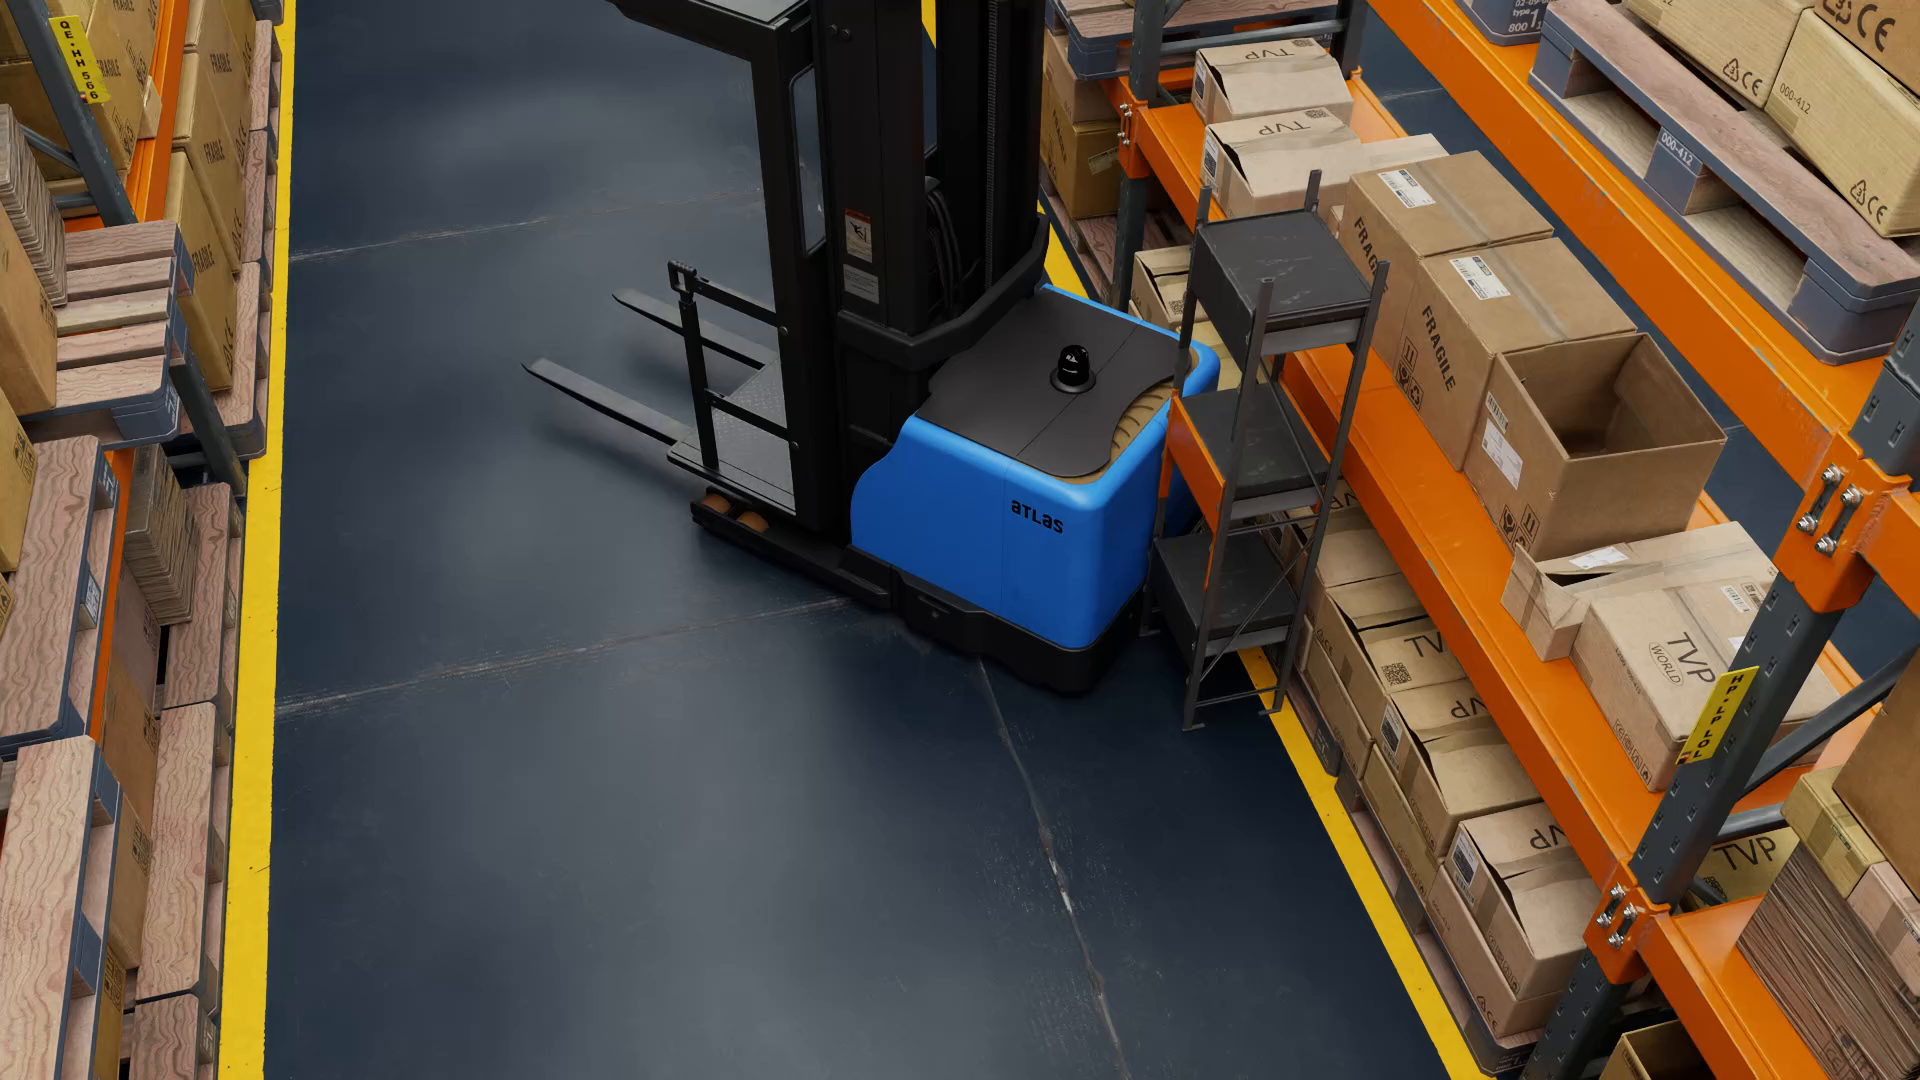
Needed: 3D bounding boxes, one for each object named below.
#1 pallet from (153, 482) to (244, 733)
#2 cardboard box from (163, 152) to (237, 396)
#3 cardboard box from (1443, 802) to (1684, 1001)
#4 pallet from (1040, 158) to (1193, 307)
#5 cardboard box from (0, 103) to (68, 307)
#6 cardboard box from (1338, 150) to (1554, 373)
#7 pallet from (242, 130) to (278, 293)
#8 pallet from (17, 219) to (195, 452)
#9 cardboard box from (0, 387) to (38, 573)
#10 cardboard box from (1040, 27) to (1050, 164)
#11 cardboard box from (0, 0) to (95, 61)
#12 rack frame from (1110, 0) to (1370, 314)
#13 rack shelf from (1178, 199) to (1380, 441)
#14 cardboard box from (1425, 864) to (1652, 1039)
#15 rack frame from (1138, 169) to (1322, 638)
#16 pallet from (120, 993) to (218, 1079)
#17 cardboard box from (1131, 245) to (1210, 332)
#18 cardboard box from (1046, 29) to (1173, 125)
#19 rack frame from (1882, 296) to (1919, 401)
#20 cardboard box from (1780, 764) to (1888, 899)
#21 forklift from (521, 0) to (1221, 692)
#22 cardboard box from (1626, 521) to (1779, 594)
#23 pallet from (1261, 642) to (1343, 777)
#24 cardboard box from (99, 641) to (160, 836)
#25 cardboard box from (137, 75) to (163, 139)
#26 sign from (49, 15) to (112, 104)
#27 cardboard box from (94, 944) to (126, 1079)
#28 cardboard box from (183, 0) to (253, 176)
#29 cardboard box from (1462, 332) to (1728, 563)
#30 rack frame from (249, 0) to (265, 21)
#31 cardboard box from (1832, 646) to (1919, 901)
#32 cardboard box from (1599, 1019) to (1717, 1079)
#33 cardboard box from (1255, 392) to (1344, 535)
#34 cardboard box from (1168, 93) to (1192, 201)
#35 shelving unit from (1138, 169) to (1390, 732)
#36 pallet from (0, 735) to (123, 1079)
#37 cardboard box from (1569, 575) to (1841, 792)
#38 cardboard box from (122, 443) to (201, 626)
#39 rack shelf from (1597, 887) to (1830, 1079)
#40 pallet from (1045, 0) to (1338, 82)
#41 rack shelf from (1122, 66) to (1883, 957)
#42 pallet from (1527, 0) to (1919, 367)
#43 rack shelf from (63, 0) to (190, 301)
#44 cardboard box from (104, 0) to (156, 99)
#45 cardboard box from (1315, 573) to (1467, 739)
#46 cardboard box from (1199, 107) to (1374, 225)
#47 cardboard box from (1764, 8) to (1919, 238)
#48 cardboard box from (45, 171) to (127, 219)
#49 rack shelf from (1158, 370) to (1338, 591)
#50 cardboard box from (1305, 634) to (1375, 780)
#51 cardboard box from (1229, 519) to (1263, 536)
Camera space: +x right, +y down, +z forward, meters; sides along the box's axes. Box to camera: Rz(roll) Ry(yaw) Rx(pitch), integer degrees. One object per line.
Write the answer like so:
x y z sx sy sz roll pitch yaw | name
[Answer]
-3.381 0.333 6.526 1.003 0.211 1.213 -11 47 -10 | pallet
-3.641 -1.109 7.198 0.750 0.750 0.750 -11 47 -11 | cardboard box
1.851 1.063 5.097 0.500 0.311 0.500 -11 47 -10 | cardboard box
1.053 -1.637 8.457 1.003 0.211 1.213 -11 47 -10 | pallet
-3.450 -1.049 5.550 0.700 0.500 0.500 -16 48 -15 | cardboard box
1.653 -0.970 5.781 0.500 0.500 0.500 -13 47 -12 | cardboard box
-4.018 -1.605 8.426 1.003 0.211 1.213 -11 47 -10 | pallet
-3.295 -0.643 5.665 1.213 0.211 1.003 -11 47 -10 | pallet
-3.110 -0.193 4.711 0.700 0.500 0.500 -11 47 -10 | cardboard box
0.609 -2.330 8.626 0.500 0.500 0.500 -12 47 -12 | cardboard box
-3.454 -1.971 6.015 0.500 0.250 0.500 -10 46 -9 | cardboard box
1.208 -2.091 6.949 1.000 3.000 0.127 -11 47 -10 | rack frame
0.993 -0.695 5.244 0.431 0.518 0.480 -10 47 -11 | rack shelf
1.845 1.253 5.304 0.500 0.250 0.500 -11 47 -11 | cardboard box
0.920 -0.385 5.899 0.400 2.100 0.015 -10 47 -11 | rack frame
-2.757 2.018 4.875 1.003 0.211 1.213 -11 47 -10 | pallet
1.058 -1.056 7.174 0.500 0.311 0.500 -9 46 -9 | cardboard box
0.723 -2.273 8.045 0.500 0.250 0.500 -9 46 -9 | cardboard box
2.232 -1.429 2.100 1.000 3.000 0.127 -11 47 -10 | rack frame
2.113 0.630 3.759 0.380 0.149 0.250 -11 47 -10 | cardboard box
-0.525 -1.271 6.194 3.031 2.935 1.130 25 51 23 | forklift
2.202 0.110 4.969 0.380 0.149 0.250 -11 47 -10 | cardboard box
1.689 0.301 6.557 1.003 0.211 1.213 -11 47 -10 | pallet
-3.171 0.741 5.617 0.700 0.500 0.500 -11 47 -11 | cardboard box
-3.483 -1.746 6.773 0.380 0.149 0.250 -9 46 -9 | cardboard box
-3.058 -1.666 5.778 0.100 0.325 0.005 -11 47 -10 | sign
-2.941 1.447 4.924 0.700 0.500 0.500 -12 47 -11 | cardboard box
-4.082 -2.300 8.366 0.750 0.750 0.750 -9 46 -9 | cardboard box
1.916 -0.261 5.086 0.500 0.500 0.500 -8 46 -7 | cardboard box
-4.604 -3.944 8.766 1.000 3.000 0.127 -11 47 -10 | rack frame
2.351 0.487 3.445 0.700 0.500 0.500 -10 47 -10 | cardboard box
2.048 1.601 4.437 0.500 0.500 0.500 -11 47 -10 | cardboard box
1.329 -0.343 6.475 0.500 0.311 0.500 -12 47 -11 | cardboard box
1.228 -2.097 8.397 0.500 0.500 0.500 -12 47 -12 | cardboard box
0.983 -0.216 5.735 0.431 2.100 0.503 -10 47 -11 | shelving unit
-2.611 1.092 3.965 1.003 0.211 1.213 -11 47 -10 | pallet
2.063 0.391 4.622 0.500 0.250 0.500 -8 46 -8 | cardboard box
-3.345 0.026 6.317 0.700 0.500 0.500 -10 46 -10 | cardboard box
2.744 2.304 3.147 1.077 0.370 4.000 -11 47 -10 | rack shelf
0.966 -2.479 7.464 1.213 0.211 1.003 -11 47 -10 | pallet
1.720 -0.458 5.853 1.077 0.370 4.000 -11 47 -10 | rack shelf
1.993 -0.919 3.834 0.805 0.209 1.217 -12 47 -12 | pallet
-4.092 -2.311 7.669 1.077 0.370 4.000 -11 47 -10 | rack shelf
-3.582 -2.074 6.641 0.500 0.500 0.500 -9 46 -9 | cardboard box
1.586 0.360 5.786 0.500 0.311 0.500 -11 47 -10 | cardboard box
1.249 -1.407 6.341 0.500 0.311 0.500 -11 47 -11 | cardboard box
2.083 -0.901 3.494 0.500 0.250 0.500 -6 46 -6 | cardboard box
-3.440 -1.371 6.406 0.380 0.149 0.250 -11 47 -11 | cardboard box
0.983 -0.206 5.745 0.431 0.518 0.480 -10 47 -11 | rack shelf
1.586 0.550 5.992 0.500 0.250 0.500 -10 46 -9 | cardboard box
1.326 -0.155 6.684 0.500 0.250 0.500 -12 47 -11 | cardboard box
